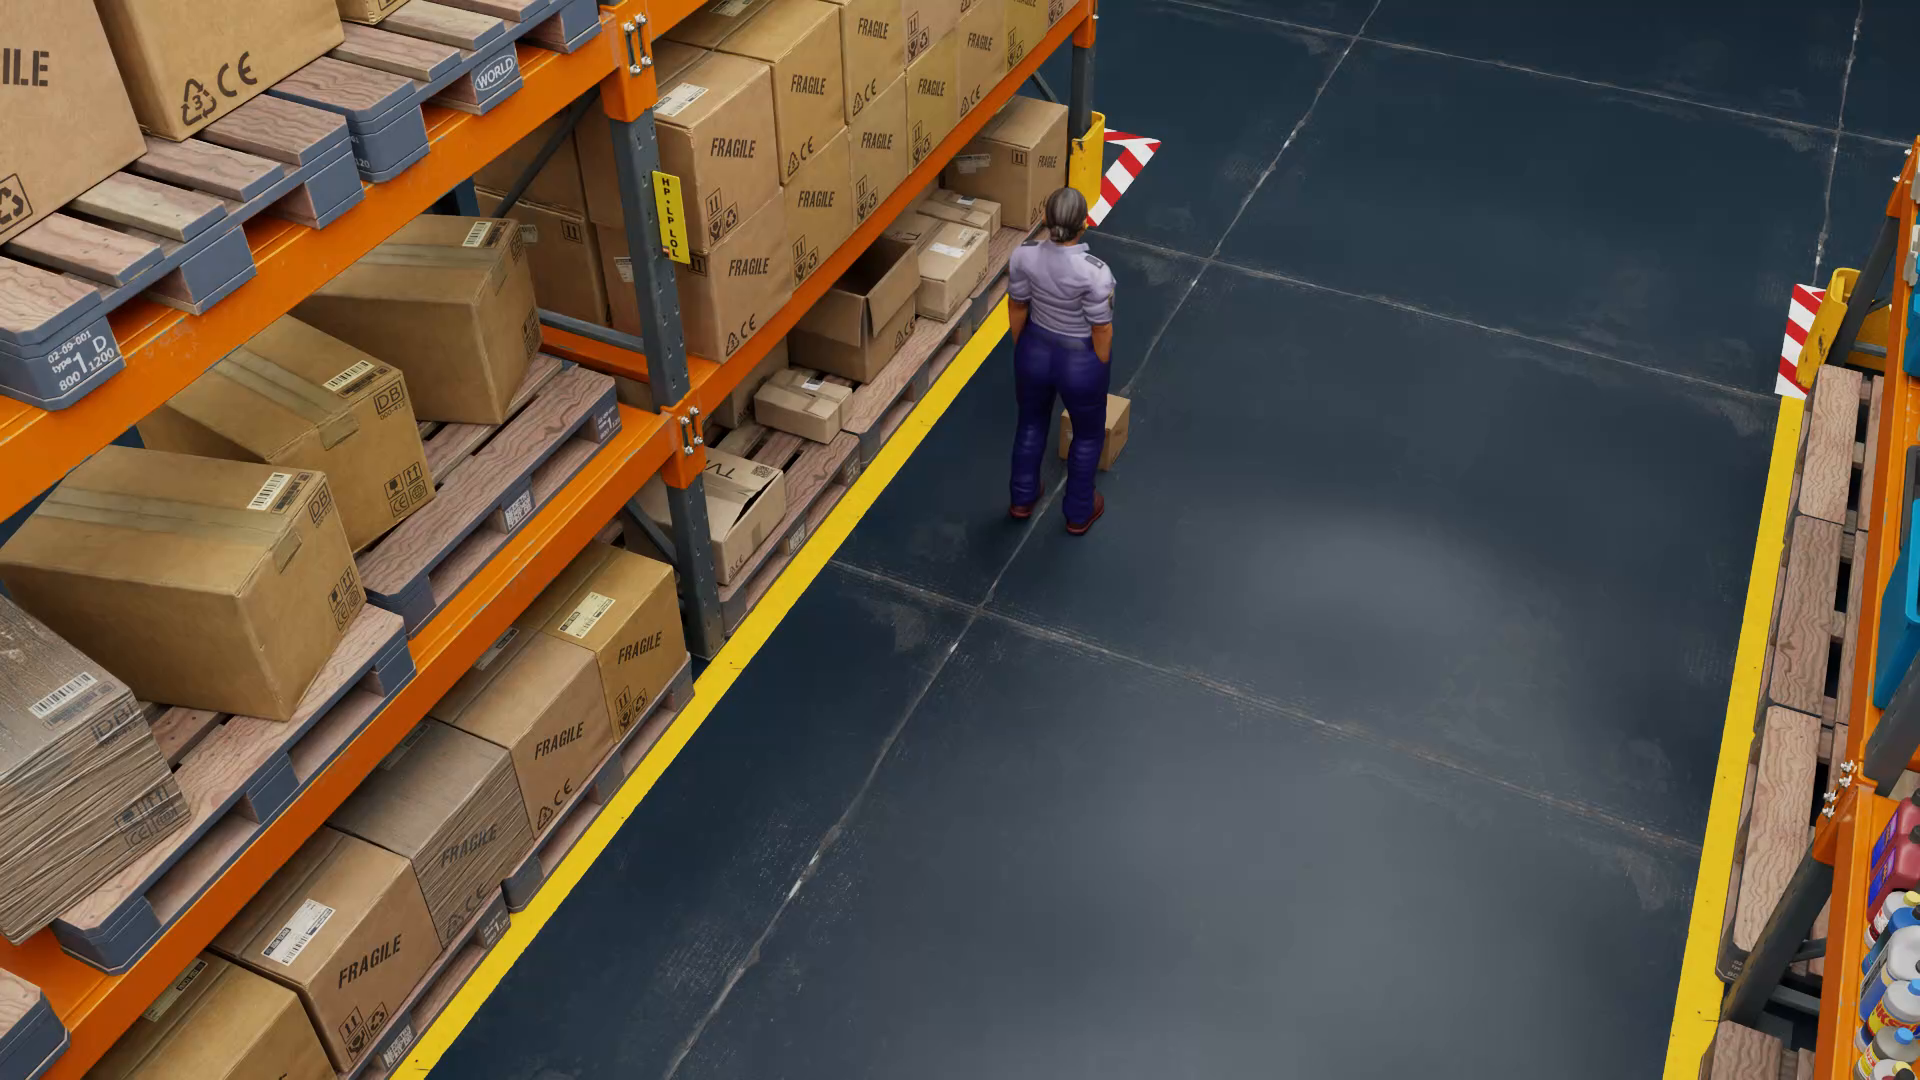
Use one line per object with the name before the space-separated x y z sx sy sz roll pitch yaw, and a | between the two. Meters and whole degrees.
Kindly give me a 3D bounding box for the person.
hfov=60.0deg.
person | 0.422 -0.753 7.015 0.469 1.659 0.342 18 45 19
